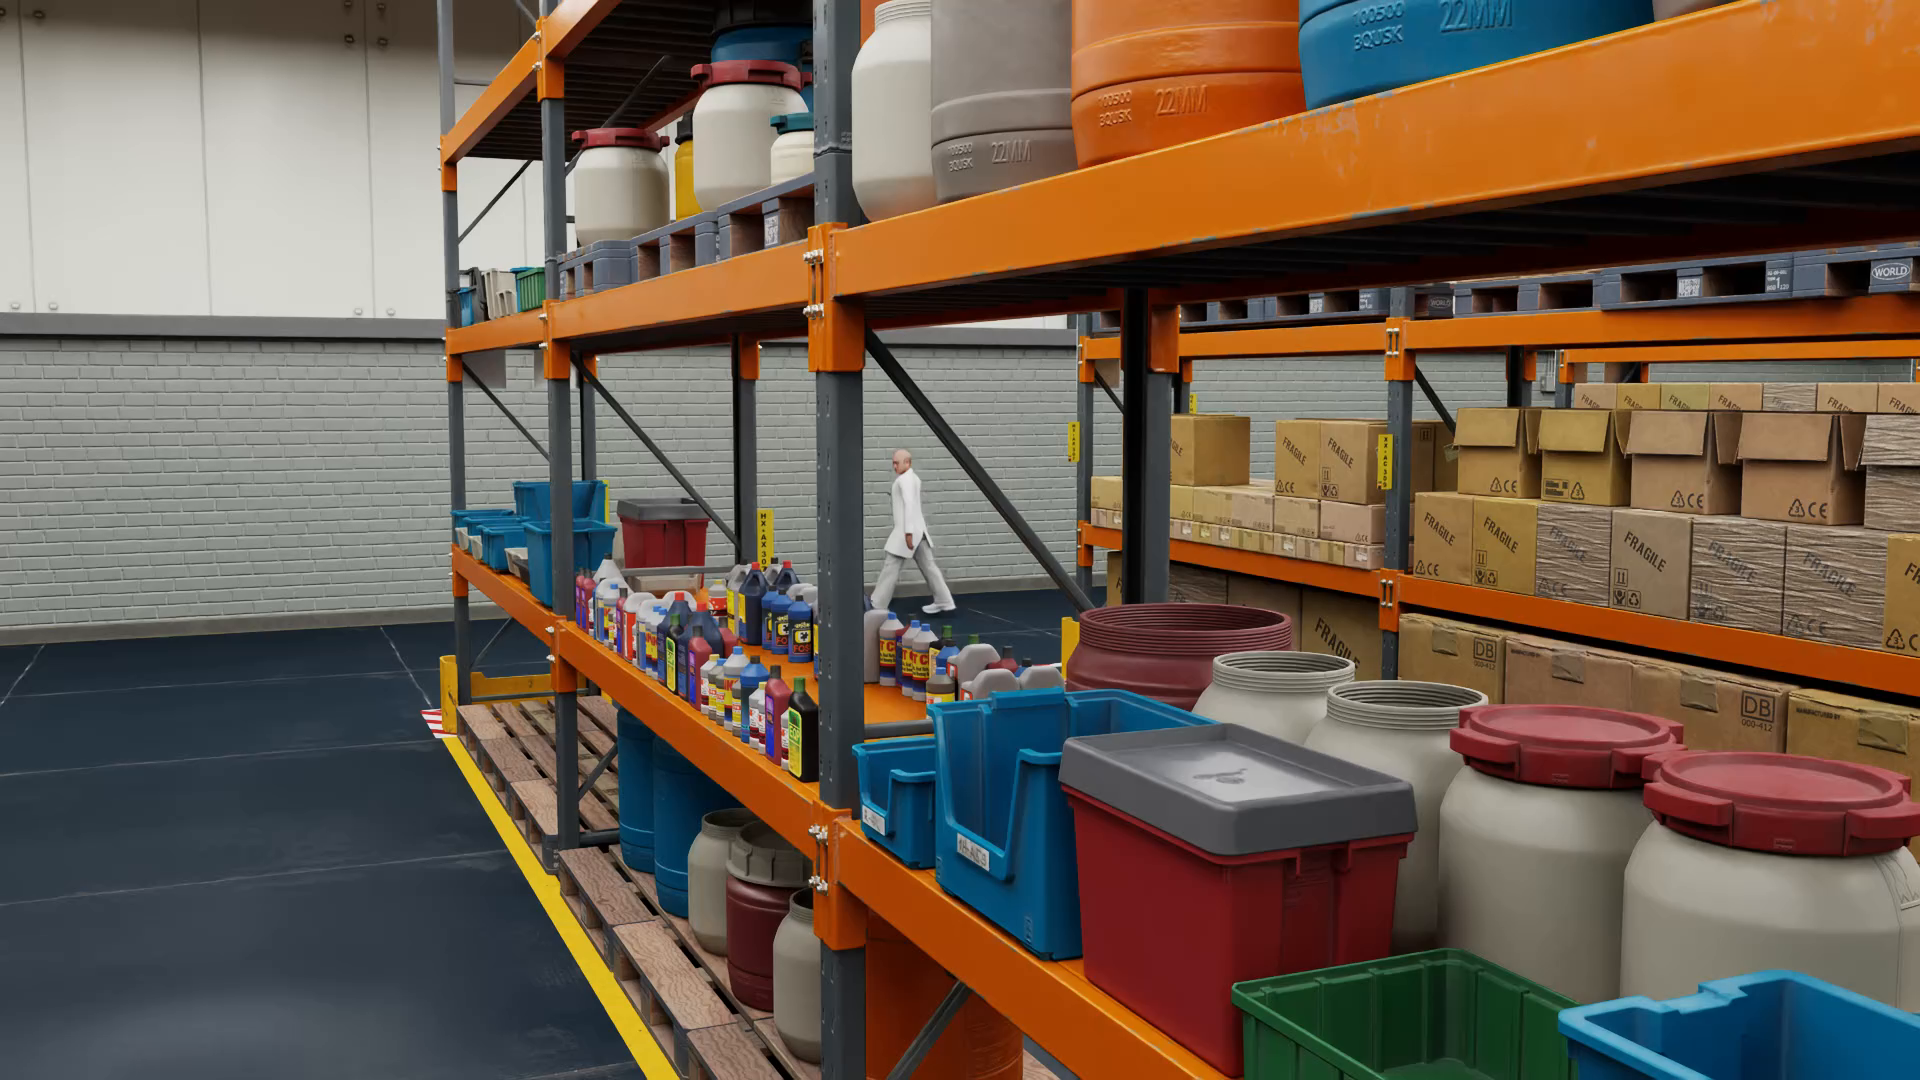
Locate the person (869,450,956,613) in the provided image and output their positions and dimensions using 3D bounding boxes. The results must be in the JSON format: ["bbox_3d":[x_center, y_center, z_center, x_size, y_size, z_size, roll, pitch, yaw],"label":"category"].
[{"bbox_3d":[-0.573,0.017,17.500,1.068,1.527,0.597,1,5,15],"label":"person"}]
